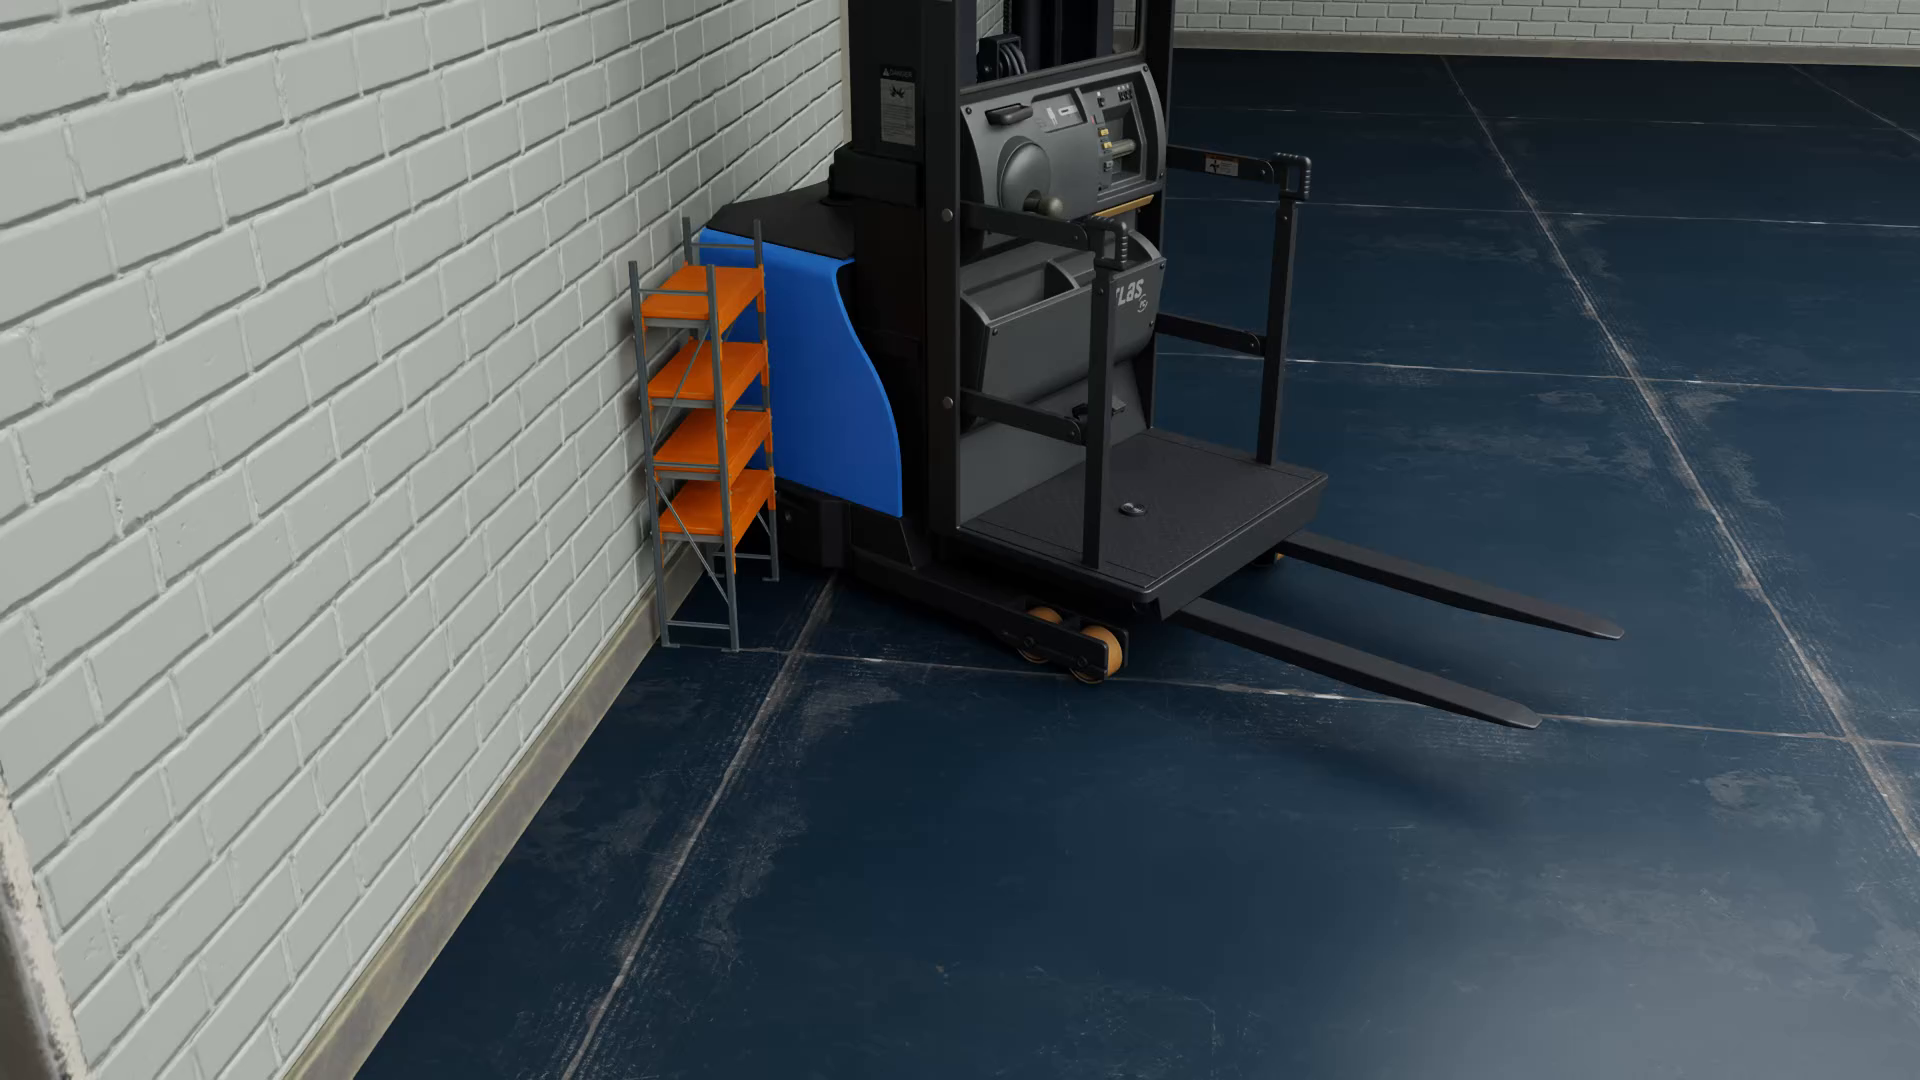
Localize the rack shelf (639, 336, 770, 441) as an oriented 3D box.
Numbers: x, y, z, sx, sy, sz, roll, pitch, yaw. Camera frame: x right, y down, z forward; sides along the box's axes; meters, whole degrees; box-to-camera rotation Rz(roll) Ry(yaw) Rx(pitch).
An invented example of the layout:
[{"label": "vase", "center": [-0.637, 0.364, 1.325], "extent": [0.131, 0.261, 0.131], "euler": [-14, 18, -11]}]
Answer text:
[{"label": "rack shelf", "center": [-0.751, -0.457, 4.941], "extent": [0.258, 0.148, 0.480], "euler": [4, 25, 8]}]

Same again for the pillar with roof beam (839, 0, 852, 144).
[{"label": "pillar with roof beam", "center": [3.920, -4.712, 5.201], "extent": [9.100, 9.000, 0.400], "euler": [4, 25, 9]}]

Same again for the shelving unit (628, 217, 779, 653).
[{"label": "shelving unit", "center": [-0.751, -0.315, 5.007], "extent": [0.258, 1.200, 0.503], "euler": [4, 25, 8]}]

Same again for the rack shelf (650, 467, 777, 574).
[{"label": "rack shelf", "center": [-0.751, -0.074, 5.120], "extent": [0.258, 0.148, 0.480], "euler": [4, 25, 8]}]

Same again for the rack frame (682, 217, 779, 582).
[{"label": "rack frame", "center": [-0.714, -0.417, 5.226], "extent": [0.240, 1.200, 0.015], "euler": [4, 25, 8]}]

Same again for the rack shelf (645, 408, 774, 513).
[{"label": "rack shelf", "center": [-0.751, -0.254, 5.036], "extent": [0.258, 0.148, 0.480], "euler": [4, 25, 8]}]

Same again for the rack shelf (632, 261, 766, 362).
[{"label": "rack shelf", "center": [-0.751, -0.671, 4.841], "extent": [0.258, 0.148, 0.480], "euler": [4, 25, 8]}]

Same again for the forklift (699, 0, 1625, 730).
[{"label": "forklift", "center": [0.485, -1.162, 4.775], "extent": [3.031, 2.935, 1.130], "euler": [19, 31, 35]}]

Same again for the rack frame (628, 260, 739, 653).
[{"label": "rack frame", "center": [-0.787, -0.213, 4.789], "extent": [0.240, 1.200, 0.015], "euler": [4, 25, 8]}]
